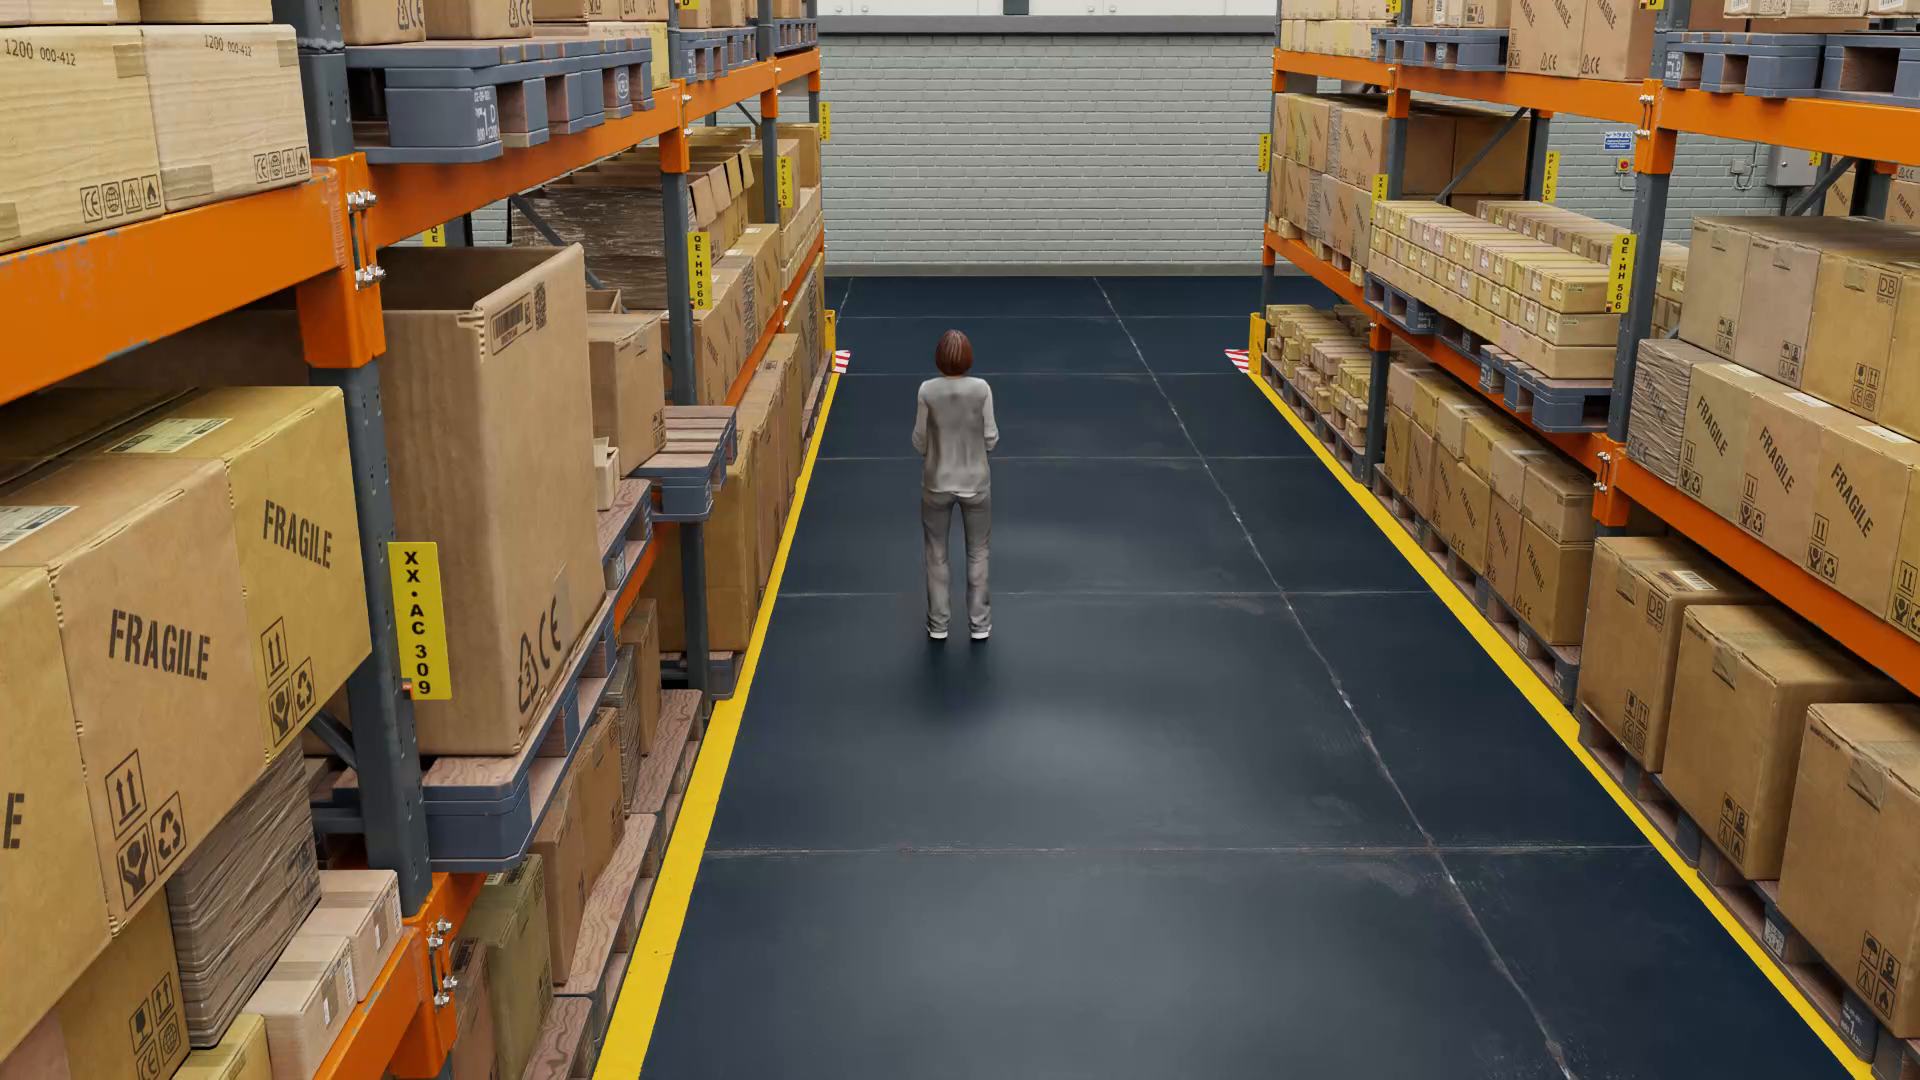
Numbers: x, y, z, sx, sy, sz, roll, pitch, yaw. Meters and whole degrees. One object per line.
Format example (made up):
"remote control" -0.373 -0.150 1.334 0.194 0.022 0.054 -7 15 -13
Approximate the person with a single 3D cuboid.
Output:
"person" -0.025 -0.271 8.419 0.450 1.599 0.339 -1 17 -2
